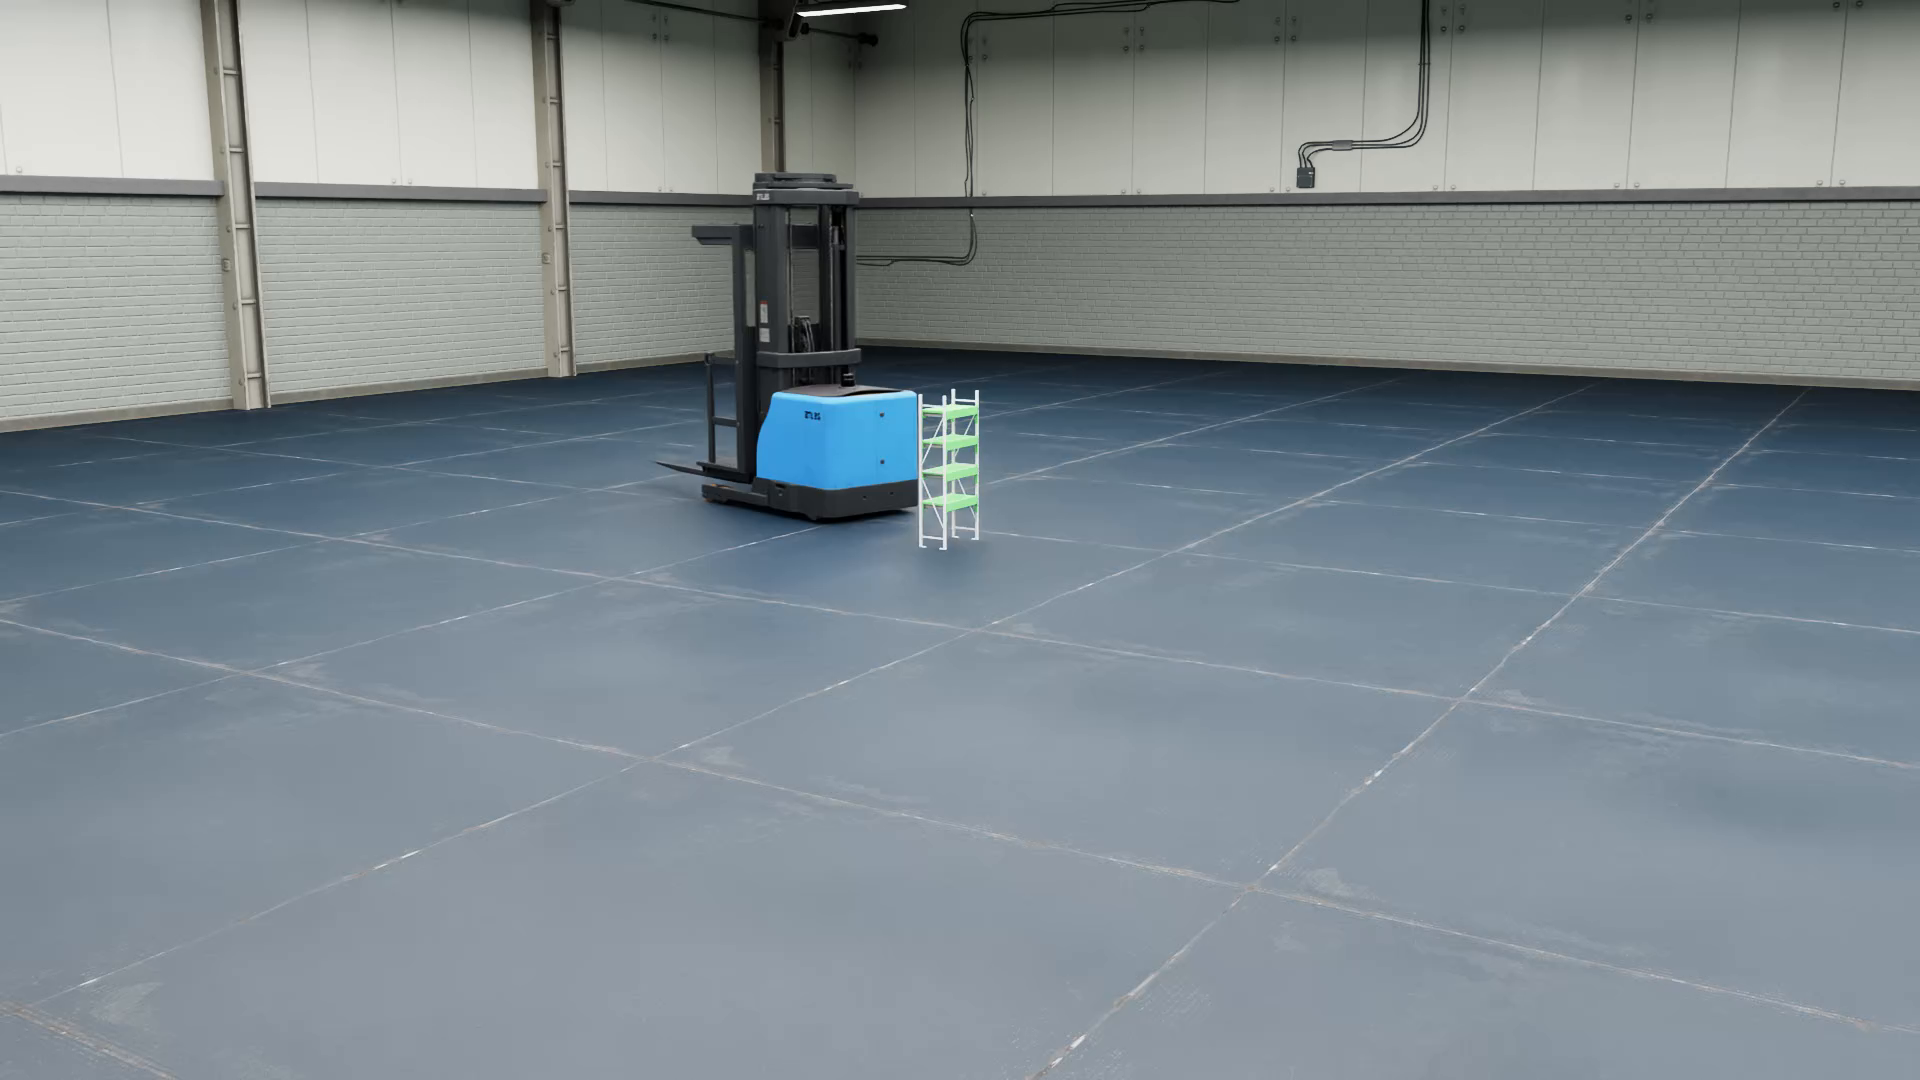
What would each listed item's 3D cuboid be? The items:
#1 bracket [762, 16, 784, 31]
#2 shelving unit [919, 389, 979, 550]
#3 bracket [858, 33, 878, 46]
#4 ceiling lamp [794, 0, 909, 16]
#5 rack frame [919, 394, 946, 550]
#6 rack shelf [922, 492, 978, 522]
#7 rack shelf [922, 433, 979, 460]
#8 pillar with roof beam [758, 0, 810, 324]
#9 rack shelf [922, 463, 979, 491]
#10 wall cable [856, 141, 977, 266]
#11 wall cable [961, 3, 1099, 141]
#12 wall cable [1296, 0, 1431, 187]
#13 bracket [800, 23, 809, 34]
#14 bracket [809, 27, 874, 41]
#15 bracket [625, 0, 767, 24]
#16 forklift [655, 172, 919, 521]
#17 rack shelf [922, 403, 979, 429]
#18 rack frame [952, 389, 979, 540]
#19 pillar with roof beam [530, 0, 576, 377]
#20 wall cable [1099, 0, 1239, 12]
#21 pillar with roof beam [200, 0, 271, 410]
[{"bbox_3d":[-3.564,-9.823,31.603,0.235,0.232,0.430,6,12,31],"label":"bracket"},{"bbox_3d":[-0.086,-0.564,13.119,0.258,1.200,0.503,6,12,31],"label":"shelving unit"},{"bbox_3d":[-1.903,-10.326,34.291,0.235,0.232,0.430,6,12,31],"label":"bracket"},{"bbox_3d":[-1.599,-9.961,26.257,2.000,3.185,0.800,6,12,31],"label":"ceiling lamp"},{"bbox_3d":[-0.213,-0.525,12.914,0.240,1.200,0.015,6,12,31],"label":"rack frame"},{"bbox_3d":[-0.086,-0.265,13.175,0.258,0.148,0.480,6,12,31],"label":"rack shelf"},{"bbox_3d":[-0.086,-0.737,13.087,0.258,0.148,0.480,6,12,31],"label":"rack shelf"},{"bbox_3d":[0.027,-7.742,30.267,9.100,9.000,0.548,6,12,31],"label":"pillar with roof beam"},{"bbox_3d":[-0.086,-0.501,13.131,0.258,0.148,0.480,6,12,31],"label":"rack shelf"},{"bbox_3d":[-0.993,-6.964,34.549,3.097,2.526,0.112,6,12,31],"label":"wall cable"},{"bbox_3d":[1.319,-9.188,32.704,3.097,2.526,0.112,6,12,31],"label":"wall cable"},{"bbox_3d":[7.113,-9.252,29.093,2.305,6.003,0.169,6,12,31],"label":"wall cable"},{"bbox_3d":[-3.134,-9.954,32.300,0.235,0.232,0.430,6,12,31],"label":"bracket"},{"bbox_3d":[-2.210,-10.233,33.795,0.076,0.066,3.189,6,12,31],"label":"bracket"},{"bbox_3d":[-4.902,-9.418,29.438,0.076,0.066,4.783,6,12,31],"label":"bracket"},{"bbox_3d":[-1.716,-1.818,15.113,1.130,2.935,3.031,-9,14,-41],"label":"forklift"},{"bbox_3d":[-0.086,-0.973,13.043,0.258,0.148,0.480,6,12,31],"label":"rack shelf"},{"bbox_3d":[0.041,-0.602,13.324,0.240,1.200,0.015,6,12,31],"label":"rack frame"},{"bbox_3d":[-3.088,-6.798,25.226,9.100,9.000,0.548,6,12,31],"label":"pillar with roof beam"},{"bbox_3d":[3.964,-11.128,30.706,3.097,2.526,0.112,6,12,31],"label":"wall cable"},{"bbox_3d":[-6.203,-5.854,20.186,9.100,9.000,0.400,6,12,31],"label":"pillar with roof beam"}]
